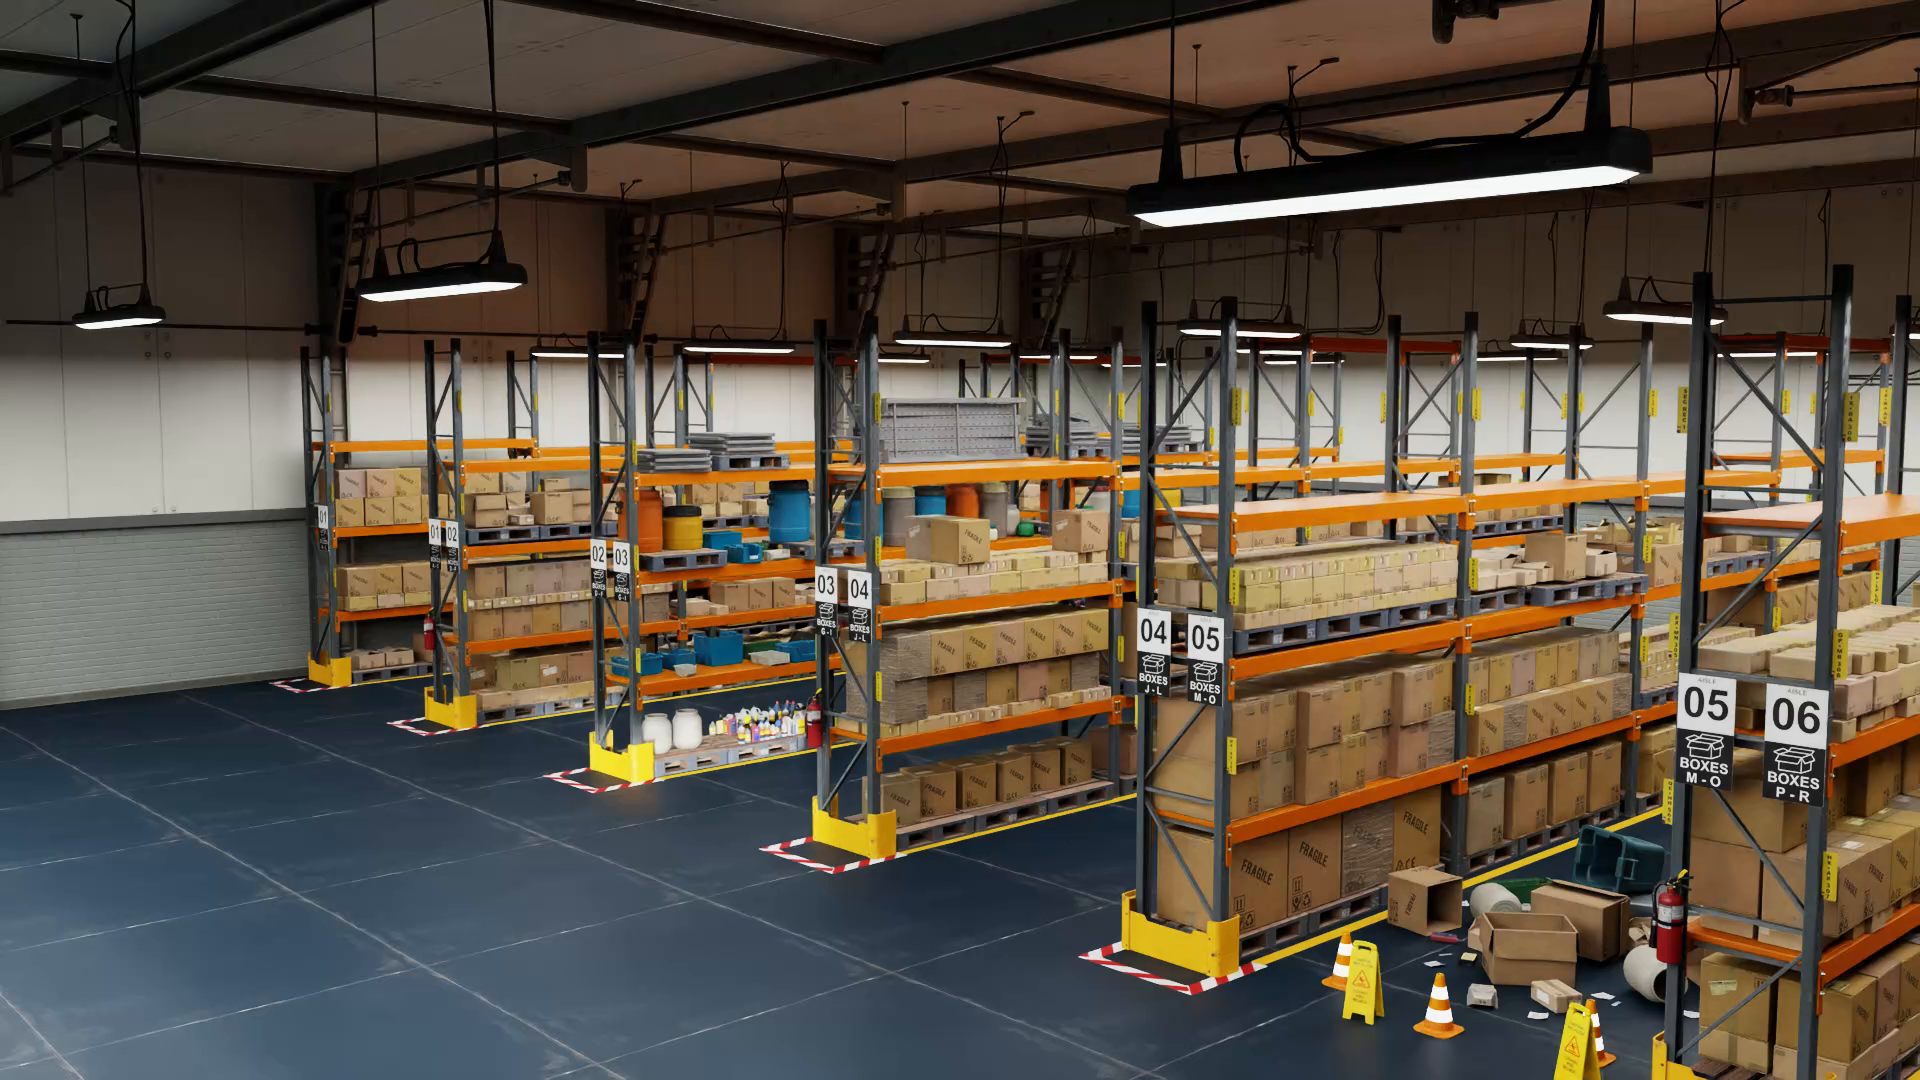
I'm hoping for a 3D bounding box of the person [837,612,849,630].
[{"bbox_3d":[-2.305,1.144,35.882,0.753,1.732,0.676,-1,5,-10],"label":"person"}]
